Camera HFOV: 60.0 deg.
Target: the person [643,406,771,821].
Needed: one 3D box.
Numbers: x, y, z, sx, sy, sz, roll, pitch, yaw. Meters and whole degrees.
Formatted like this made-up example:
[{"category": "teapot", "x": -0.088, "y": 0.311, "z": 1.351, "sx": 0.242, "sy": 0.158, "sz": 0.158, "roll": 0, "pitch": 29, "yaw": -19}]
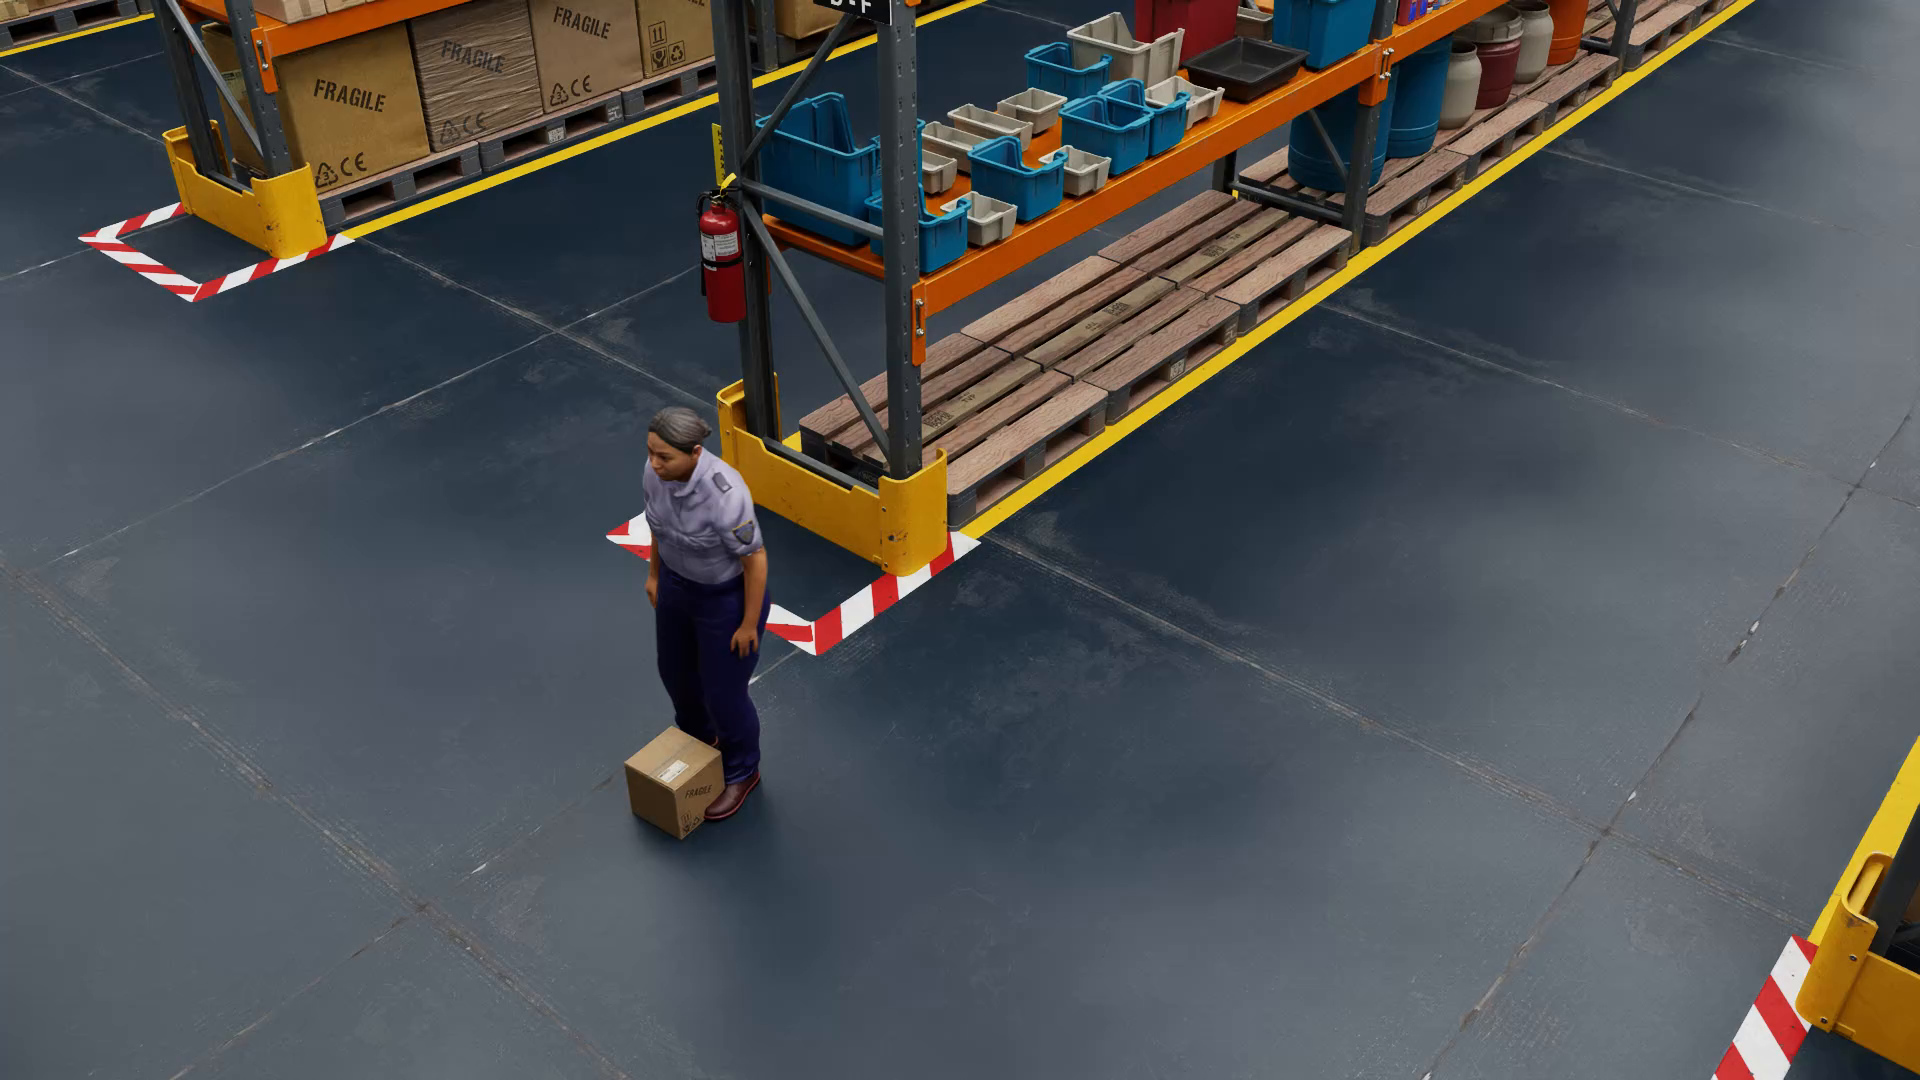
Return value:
[{"category": "person", "x": -0.909, "y": 0.221, "z": 5.839, "sx": 0.546, "sy": 1.651, "sz": 0.415, "roll": 25, "pitch": 42, "yaw": 31}]
